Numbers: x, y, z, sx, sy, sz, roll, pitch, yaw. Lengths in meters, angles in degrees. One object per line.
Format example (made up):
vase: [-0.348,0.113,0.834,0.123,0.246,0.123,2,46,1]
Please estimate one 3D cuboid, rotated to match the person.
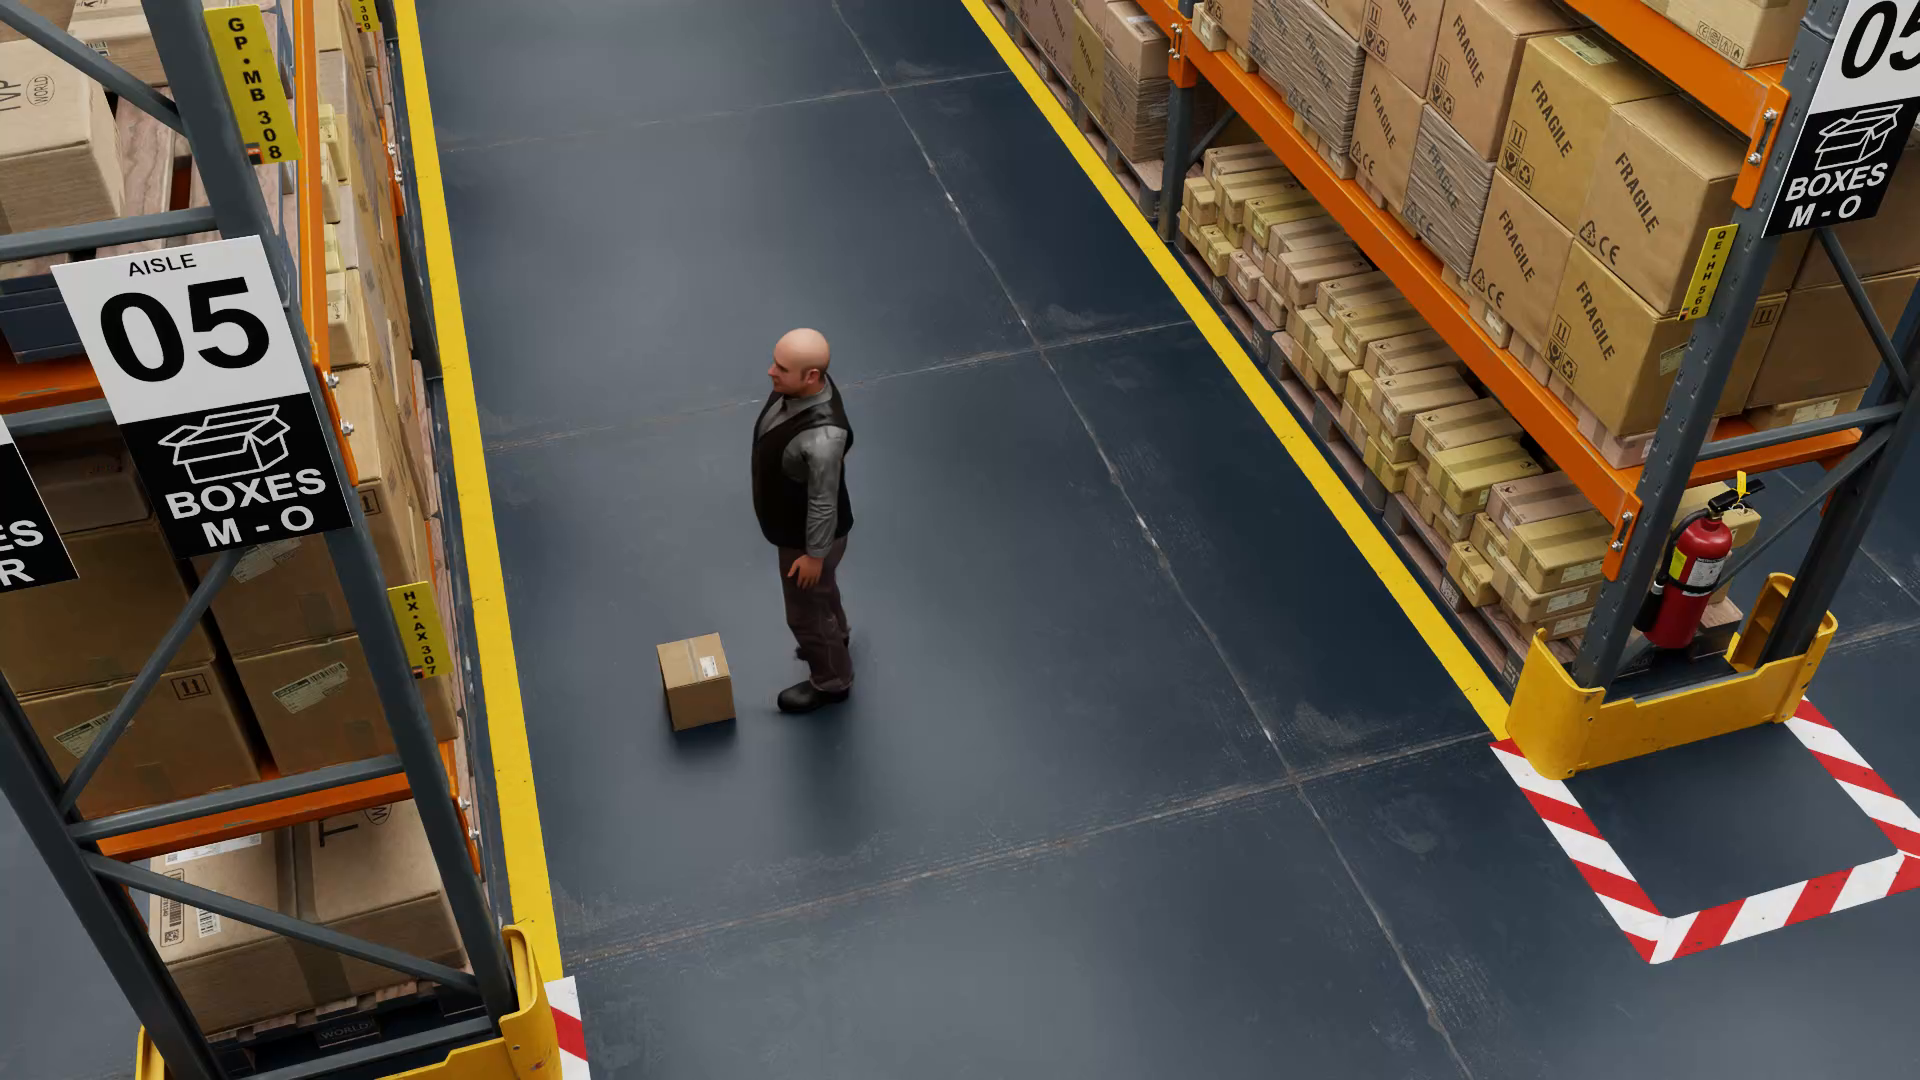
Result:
person: [-0.586,-0.043,6.268,0.372,1.768,0.533,-11,43,-12]
